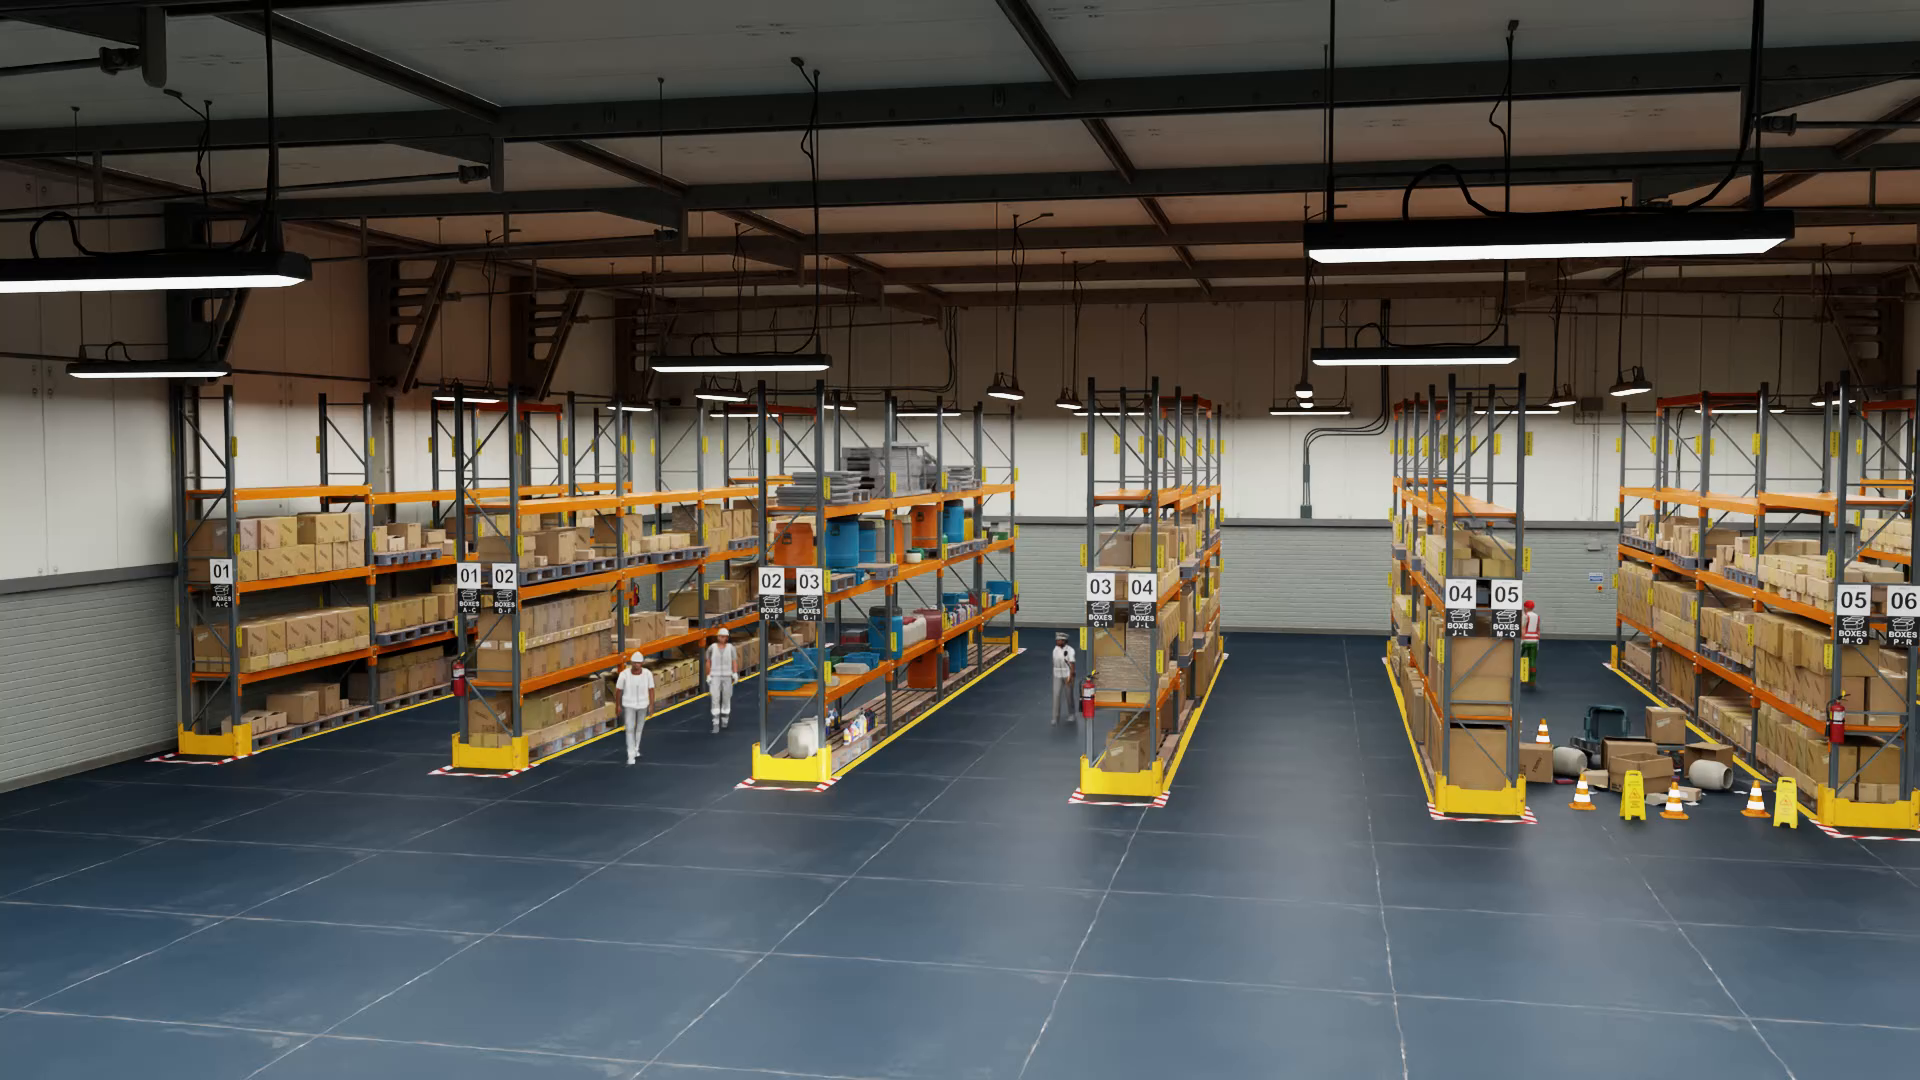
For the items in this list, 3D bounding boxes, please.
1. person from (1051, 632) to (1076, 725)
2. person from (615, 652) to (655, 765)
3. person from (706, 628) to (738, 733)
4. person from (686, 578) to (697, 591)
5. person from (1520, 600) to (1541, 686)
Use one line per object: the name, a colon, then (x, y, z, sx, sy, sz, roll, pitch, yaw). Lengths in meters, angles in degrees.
person: (1.844, 2.484, 29.972, 0.472, 1.637, 0.905, 1, 3, 23)
person: (-5.139, 2.637, 26.409, 0.593, 1.714, 0.951, -2, 4, -28)
person: (-4.197, 2.482, 29.422, 0.550, 1.818, 0.668, -1, 3, -15)
person: (-6.661, 1.817, 41.047, 0.530, 1.751, 0.555, -3, 4, -42)
person: (11.931, 2.143, 34.846, 0.542, 1.762, 0.534, 0, 3, -5)
